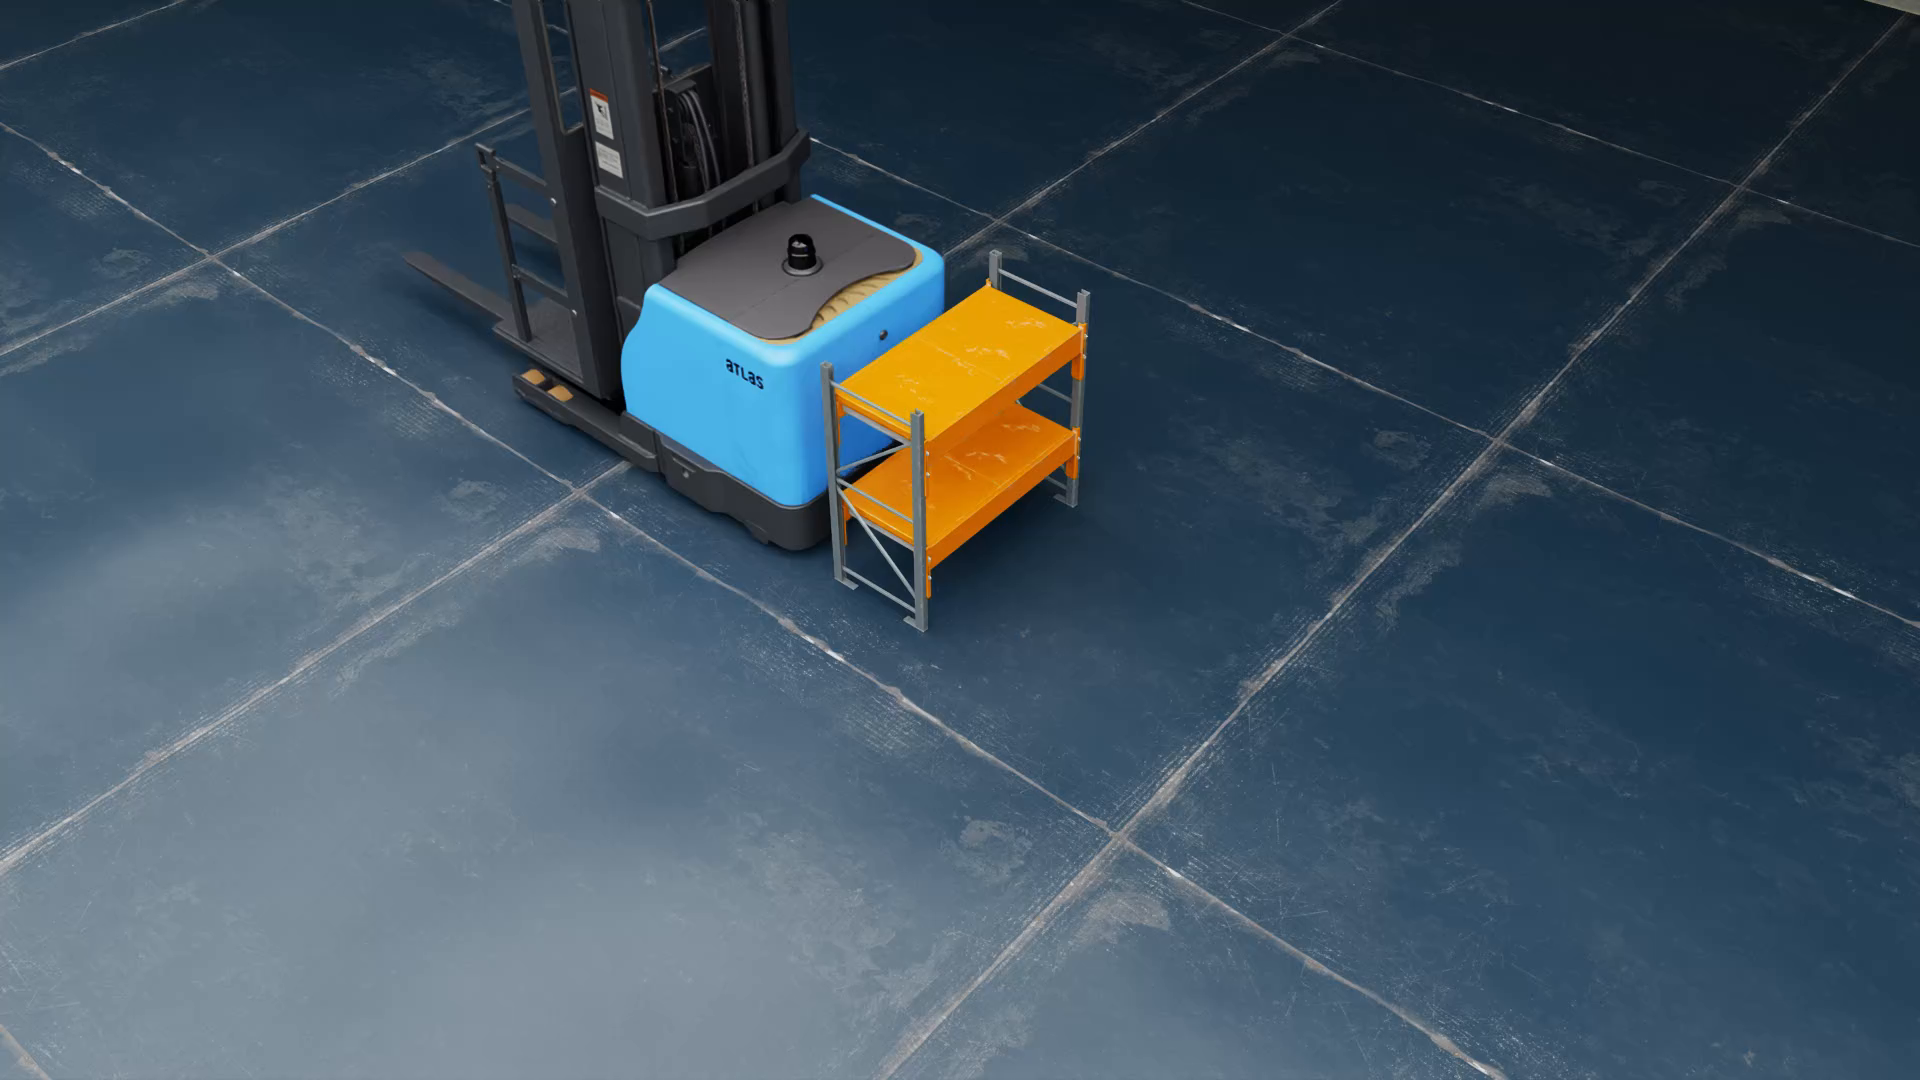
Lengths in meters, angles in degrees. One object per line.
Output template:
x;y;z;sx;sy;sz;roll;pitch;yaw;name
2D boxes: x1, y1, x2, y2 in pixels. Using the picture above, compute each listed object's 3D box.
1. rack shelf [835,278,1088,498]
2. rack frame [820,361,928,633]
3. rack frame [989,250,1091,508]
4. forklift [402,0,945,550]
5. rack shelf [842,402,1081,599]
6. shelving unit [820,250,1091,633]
-0.004;-0.629;6.671;0.538;0.278;1.000;29;50;28;rack shelf
-0.332;-0.151;6.580;0.500;1.125;0.032;29;50;28;rack frame
0.323;-0.674;7.156;0.500;1.125;0.032;29;50;28;rack frame
-1.496;-1.888;7.147;3.031;2.935;1.130;30;50;29;forklift
-0.004;-0.232;7.032;0.538;0.278;1.000;29;50;28;rack shelf
-0.004;-0.413;6.868;0.538;1.125;1.048;29;50;28;shelving unit
